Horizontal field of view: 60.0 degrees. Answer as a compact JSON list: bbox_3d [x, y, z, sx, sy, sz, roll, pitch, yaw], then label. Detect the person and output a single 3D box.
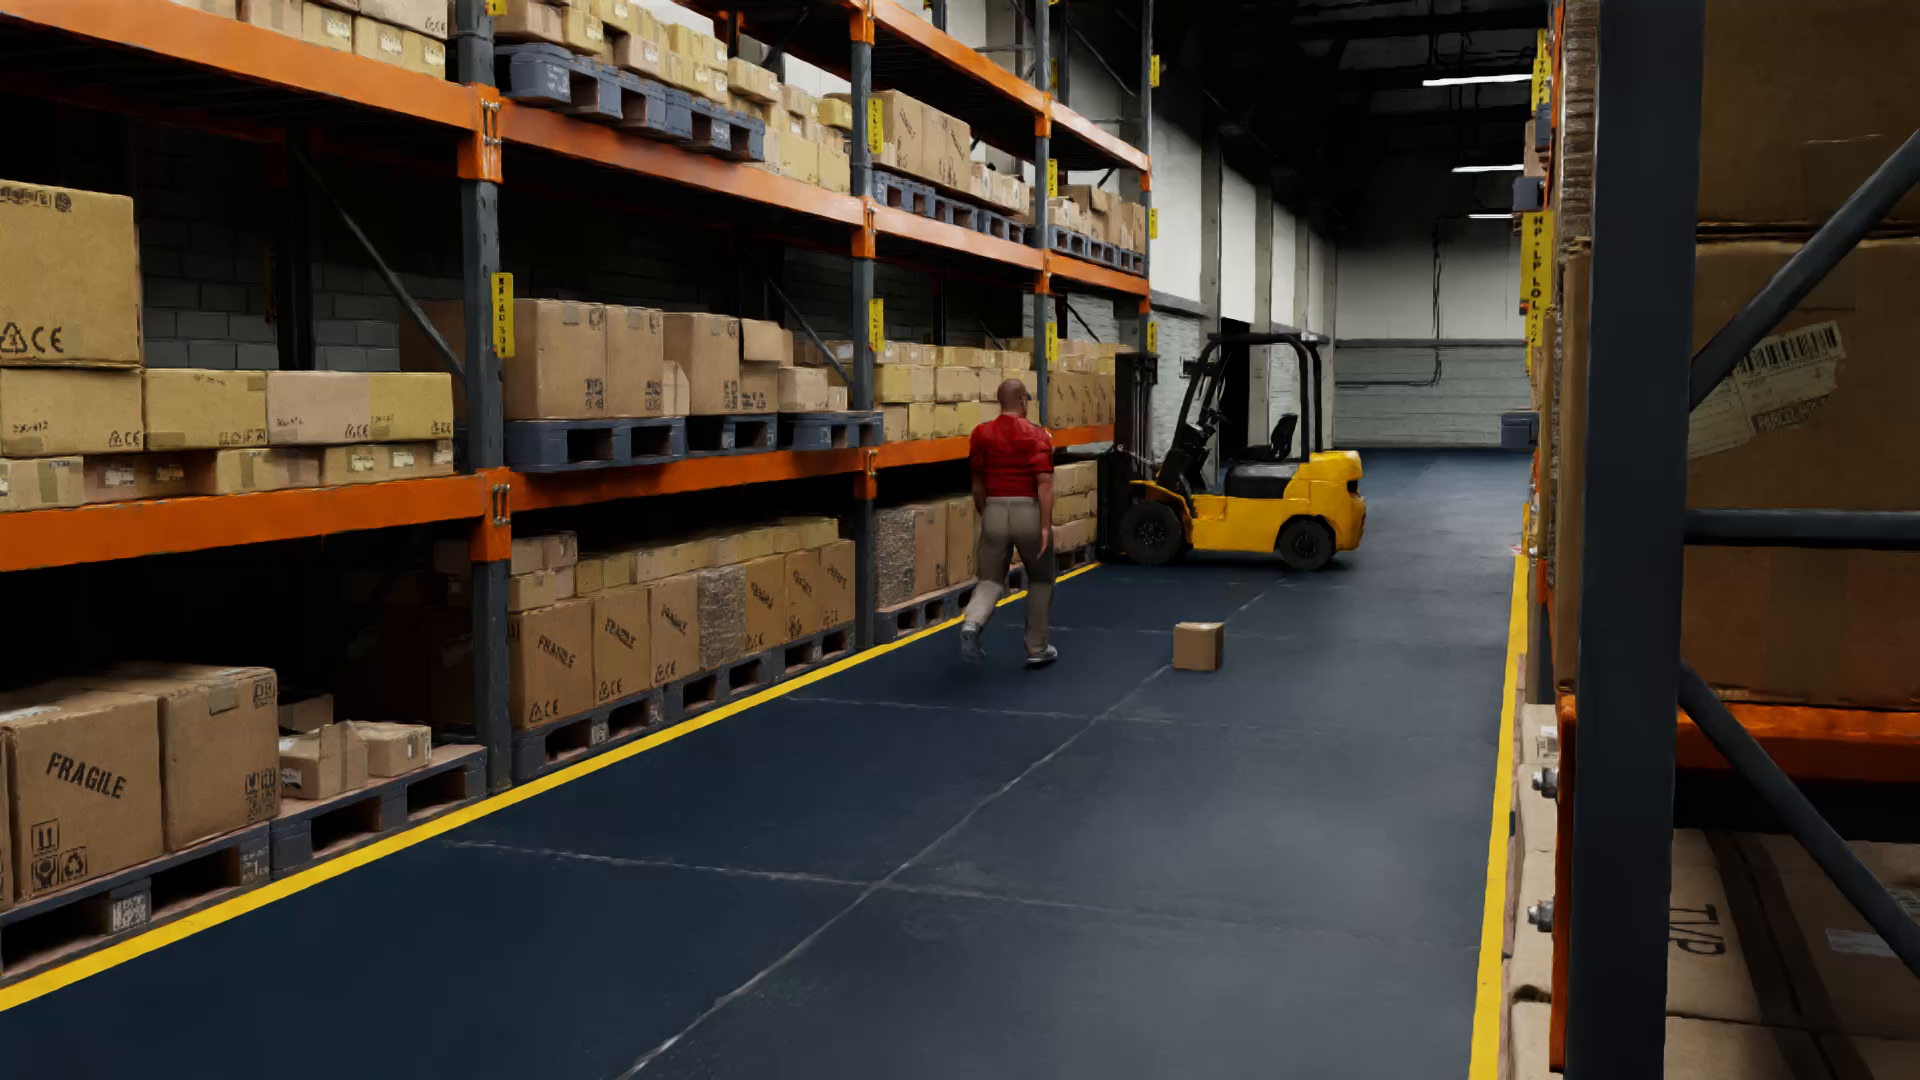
[{"bbox_3d":[0.323,-0.101,9.692,0.550,1.682,0.870,2,6,20],"label":"person"}]
